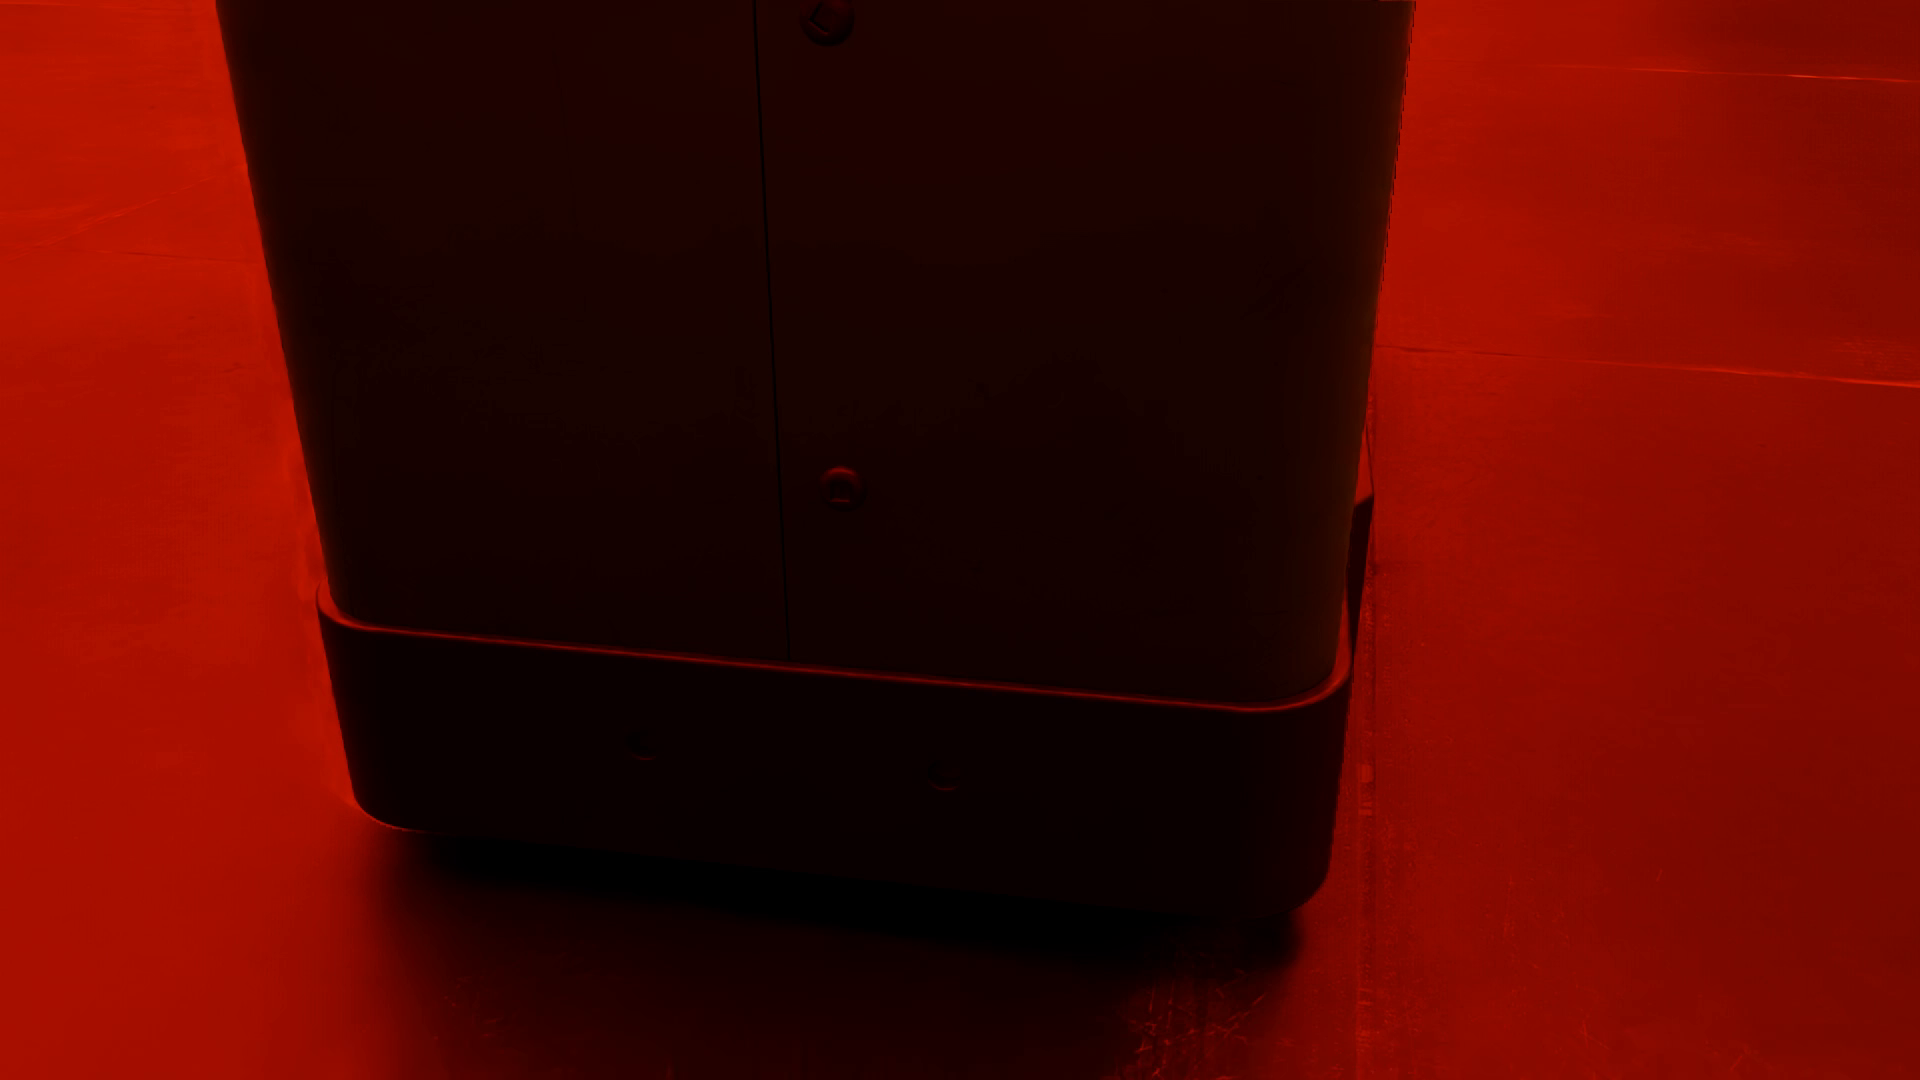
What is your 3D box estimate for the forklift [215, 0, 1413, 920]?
[{"bbox_3d":[0.097,-1.581,2.379,1.130,2.935,3.031,4,27,9],"label":"forklift"}]
